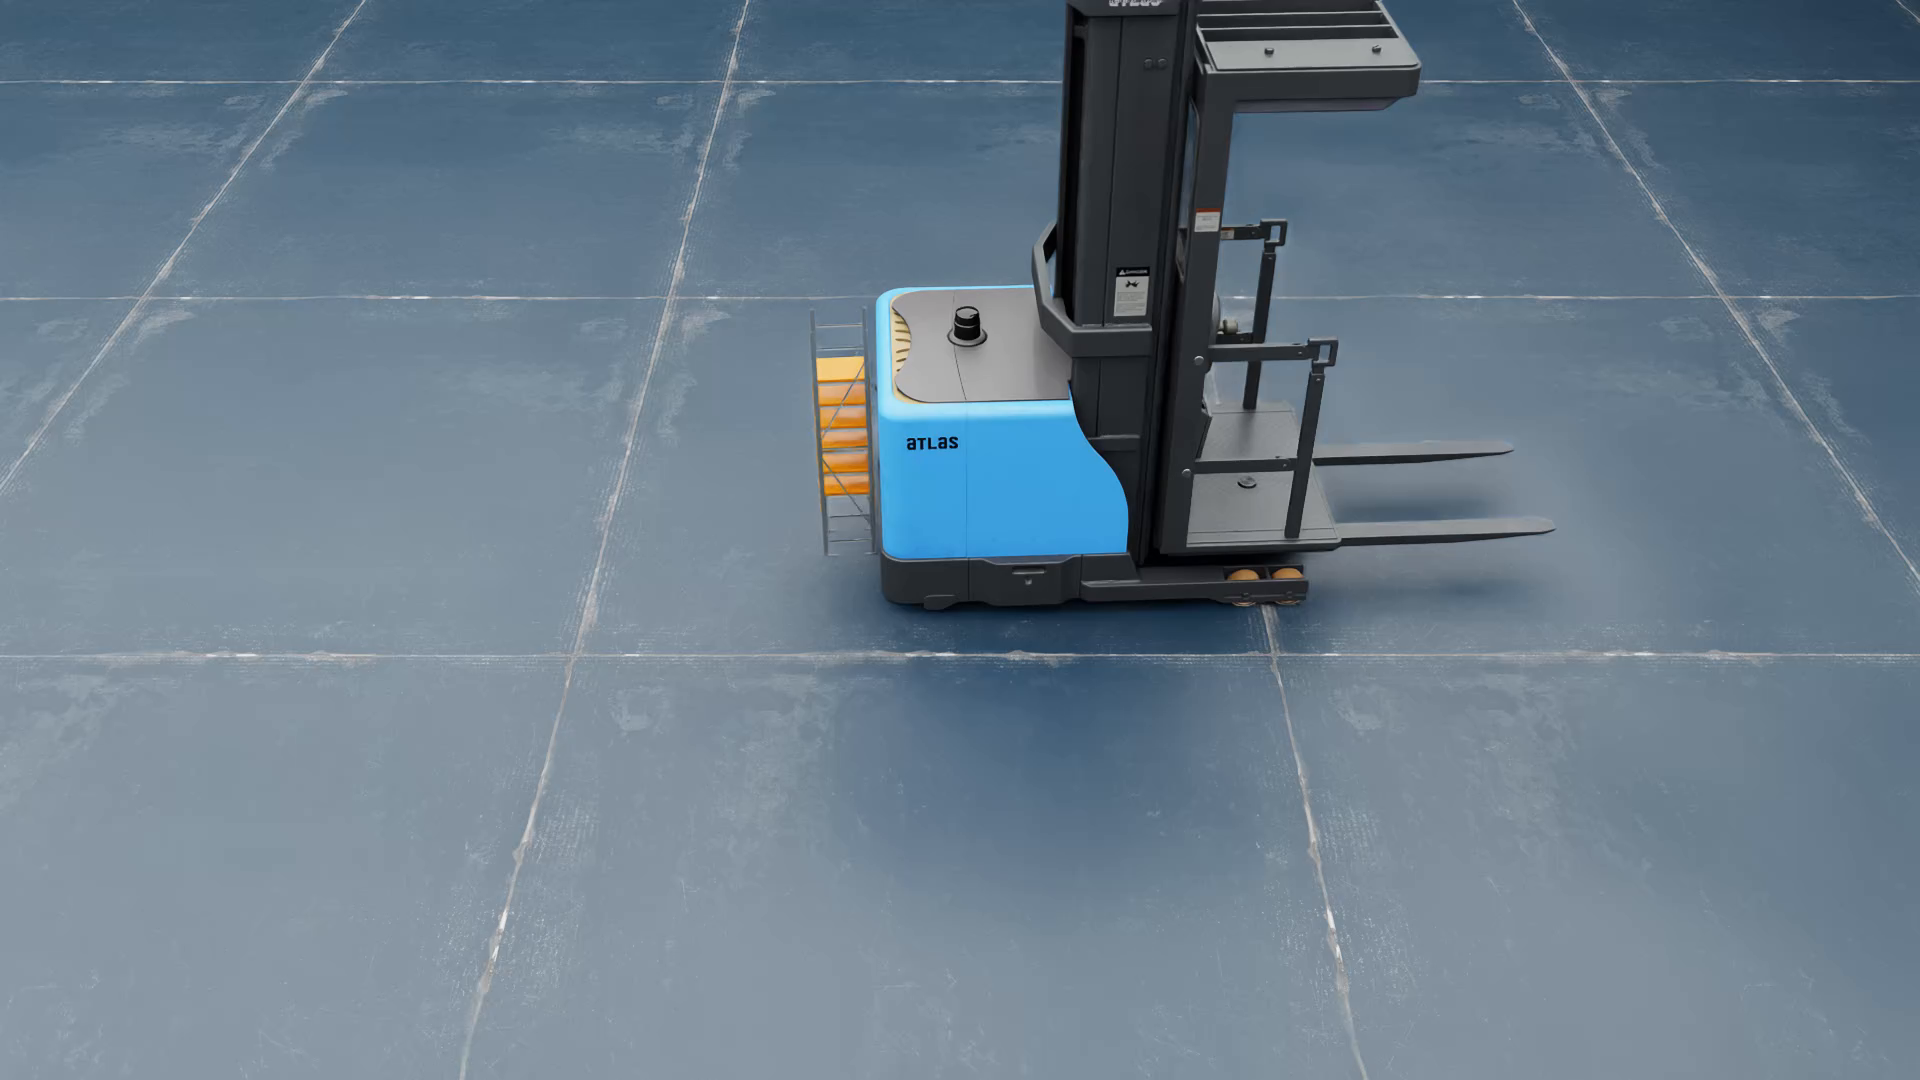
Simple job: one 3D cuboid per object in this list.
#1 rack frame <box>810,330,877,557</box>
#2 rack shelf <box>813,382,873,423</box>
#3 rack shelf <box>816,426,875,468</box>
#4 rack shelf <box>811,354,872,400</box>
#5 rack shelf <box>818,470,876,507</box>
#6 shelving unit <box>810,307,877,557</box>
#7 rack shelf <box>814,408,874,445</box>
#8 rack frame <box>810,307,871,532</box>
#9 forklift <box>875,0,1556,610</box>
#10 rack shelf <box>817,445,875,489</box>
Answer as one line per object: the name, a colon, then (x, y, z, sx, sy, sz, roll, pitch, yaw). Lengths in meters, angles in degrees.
rack frame: (-0.505, -0.399, 7.289, 0.240, 1.200, 0.006, -3, 39, -3)
rack shelf: (-0.511, -0.609, 7.238, 0.258, 0.103, 0.180, -3, 39, -3)
rack shelf: (-0.511, -0.422, 7.388, 0.258, 0.103, 0.180, -3, 39, -3)
rack shelf: (-0.511, -0.702, 7.162, 0.258, 0.103, 0.180, -3, 39, -3)
rack shelf: (-0.511, -0.234, 7.538, 0.258, 0.103, 0.180, -3, 39, -3)
shelving unit: (-0.511, -0.456, 7.360, 0.258, 1.200, 0.189, -3, 39, -3)
rack shelf: (-0.511, -0.515, 7.313, 0.258, 0.103, 0.180, -3, 39, -3)
rack frame: (-0.518, -0.513, 7.431, 0.240, 1.200, 0.006, -3, 39, -3)
forklift: (1.146, -1.179, 6.878, 3.031, 2.935, 1.130, -2, 39, -2)
rack shelf: (-0.511, -0.328, 7.463, 0.258, 0.103, 0.180, -3, 39, -3)
